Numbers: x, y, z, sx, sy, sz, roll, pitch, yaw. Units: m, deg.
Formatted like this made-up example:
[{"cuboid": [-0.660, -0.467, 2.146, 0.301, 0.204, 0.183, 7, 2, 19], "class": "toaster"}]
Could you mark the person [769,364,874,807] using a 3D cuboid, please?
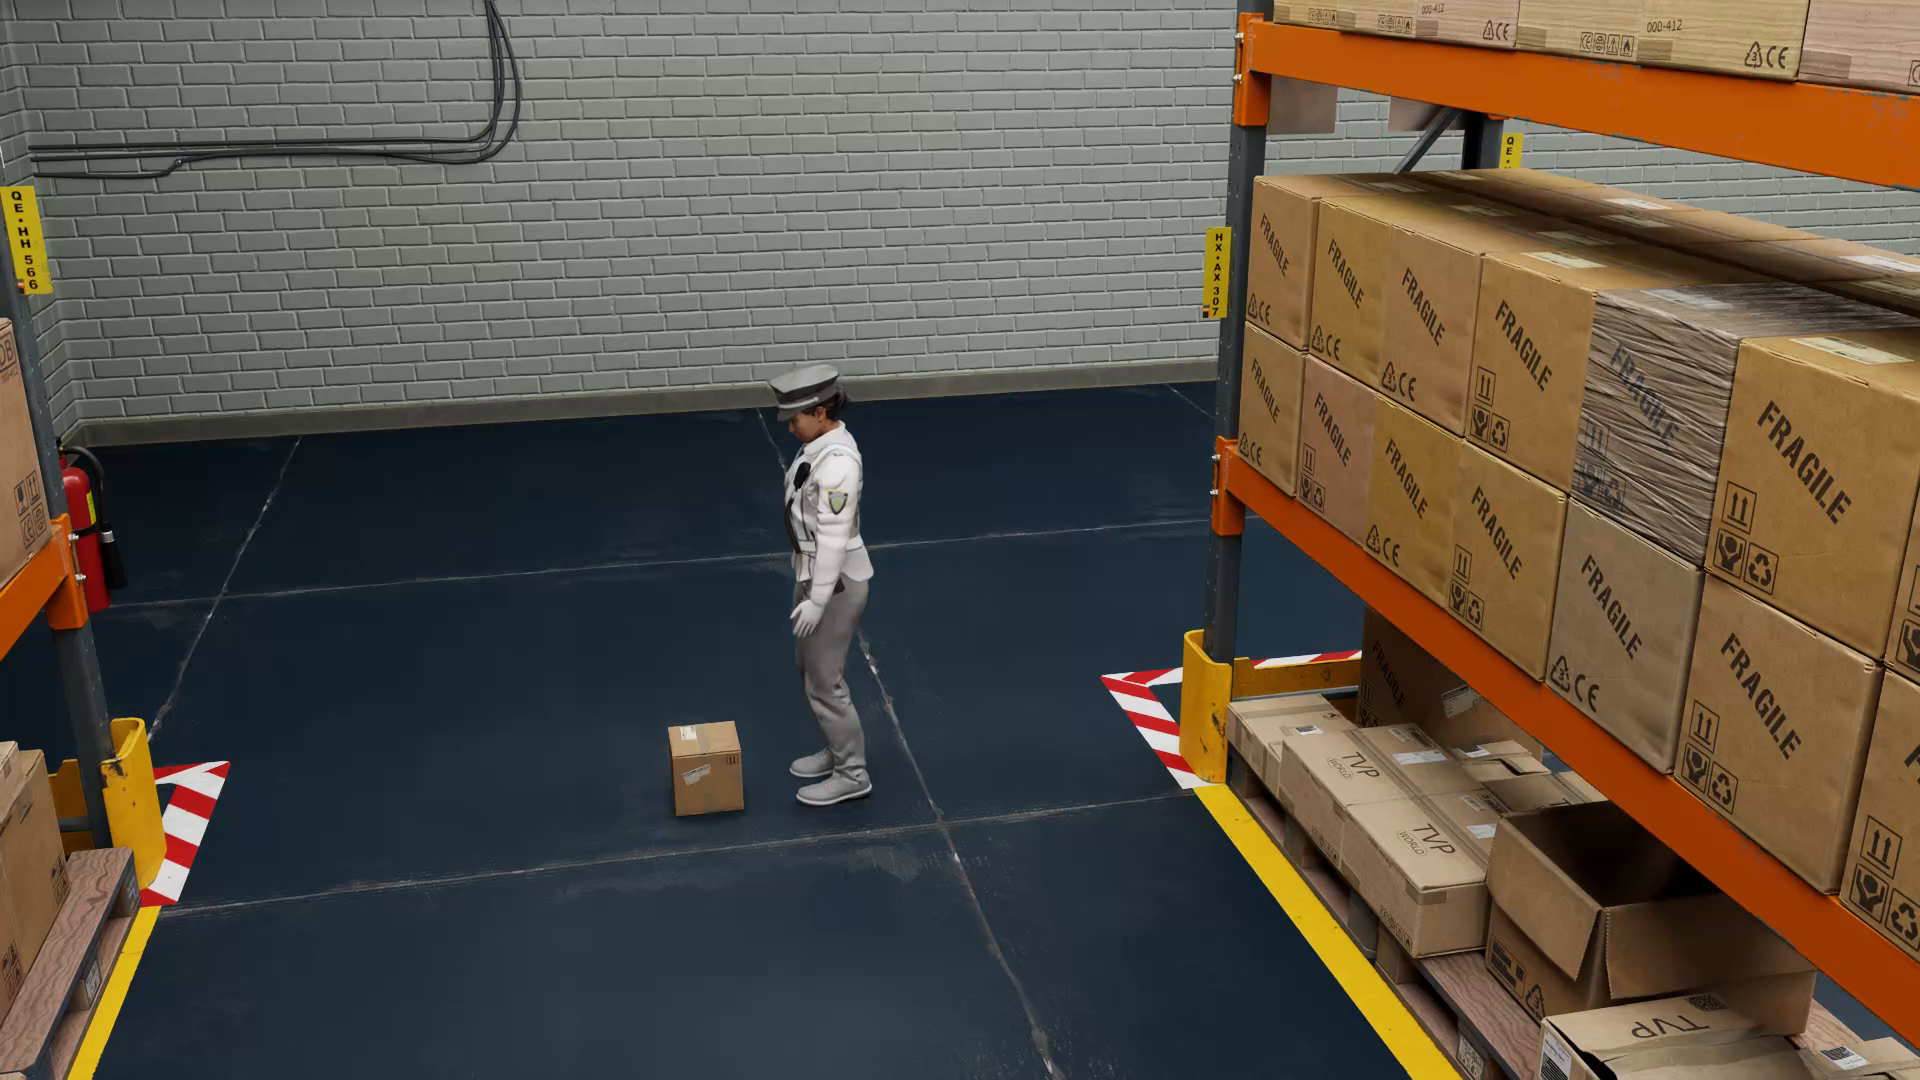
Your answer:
[{"cuboid": [-0.495, 0.176, 6.108, 0.352, 1.658, 0.479, -4, 20, -11], "class": "person"}]
